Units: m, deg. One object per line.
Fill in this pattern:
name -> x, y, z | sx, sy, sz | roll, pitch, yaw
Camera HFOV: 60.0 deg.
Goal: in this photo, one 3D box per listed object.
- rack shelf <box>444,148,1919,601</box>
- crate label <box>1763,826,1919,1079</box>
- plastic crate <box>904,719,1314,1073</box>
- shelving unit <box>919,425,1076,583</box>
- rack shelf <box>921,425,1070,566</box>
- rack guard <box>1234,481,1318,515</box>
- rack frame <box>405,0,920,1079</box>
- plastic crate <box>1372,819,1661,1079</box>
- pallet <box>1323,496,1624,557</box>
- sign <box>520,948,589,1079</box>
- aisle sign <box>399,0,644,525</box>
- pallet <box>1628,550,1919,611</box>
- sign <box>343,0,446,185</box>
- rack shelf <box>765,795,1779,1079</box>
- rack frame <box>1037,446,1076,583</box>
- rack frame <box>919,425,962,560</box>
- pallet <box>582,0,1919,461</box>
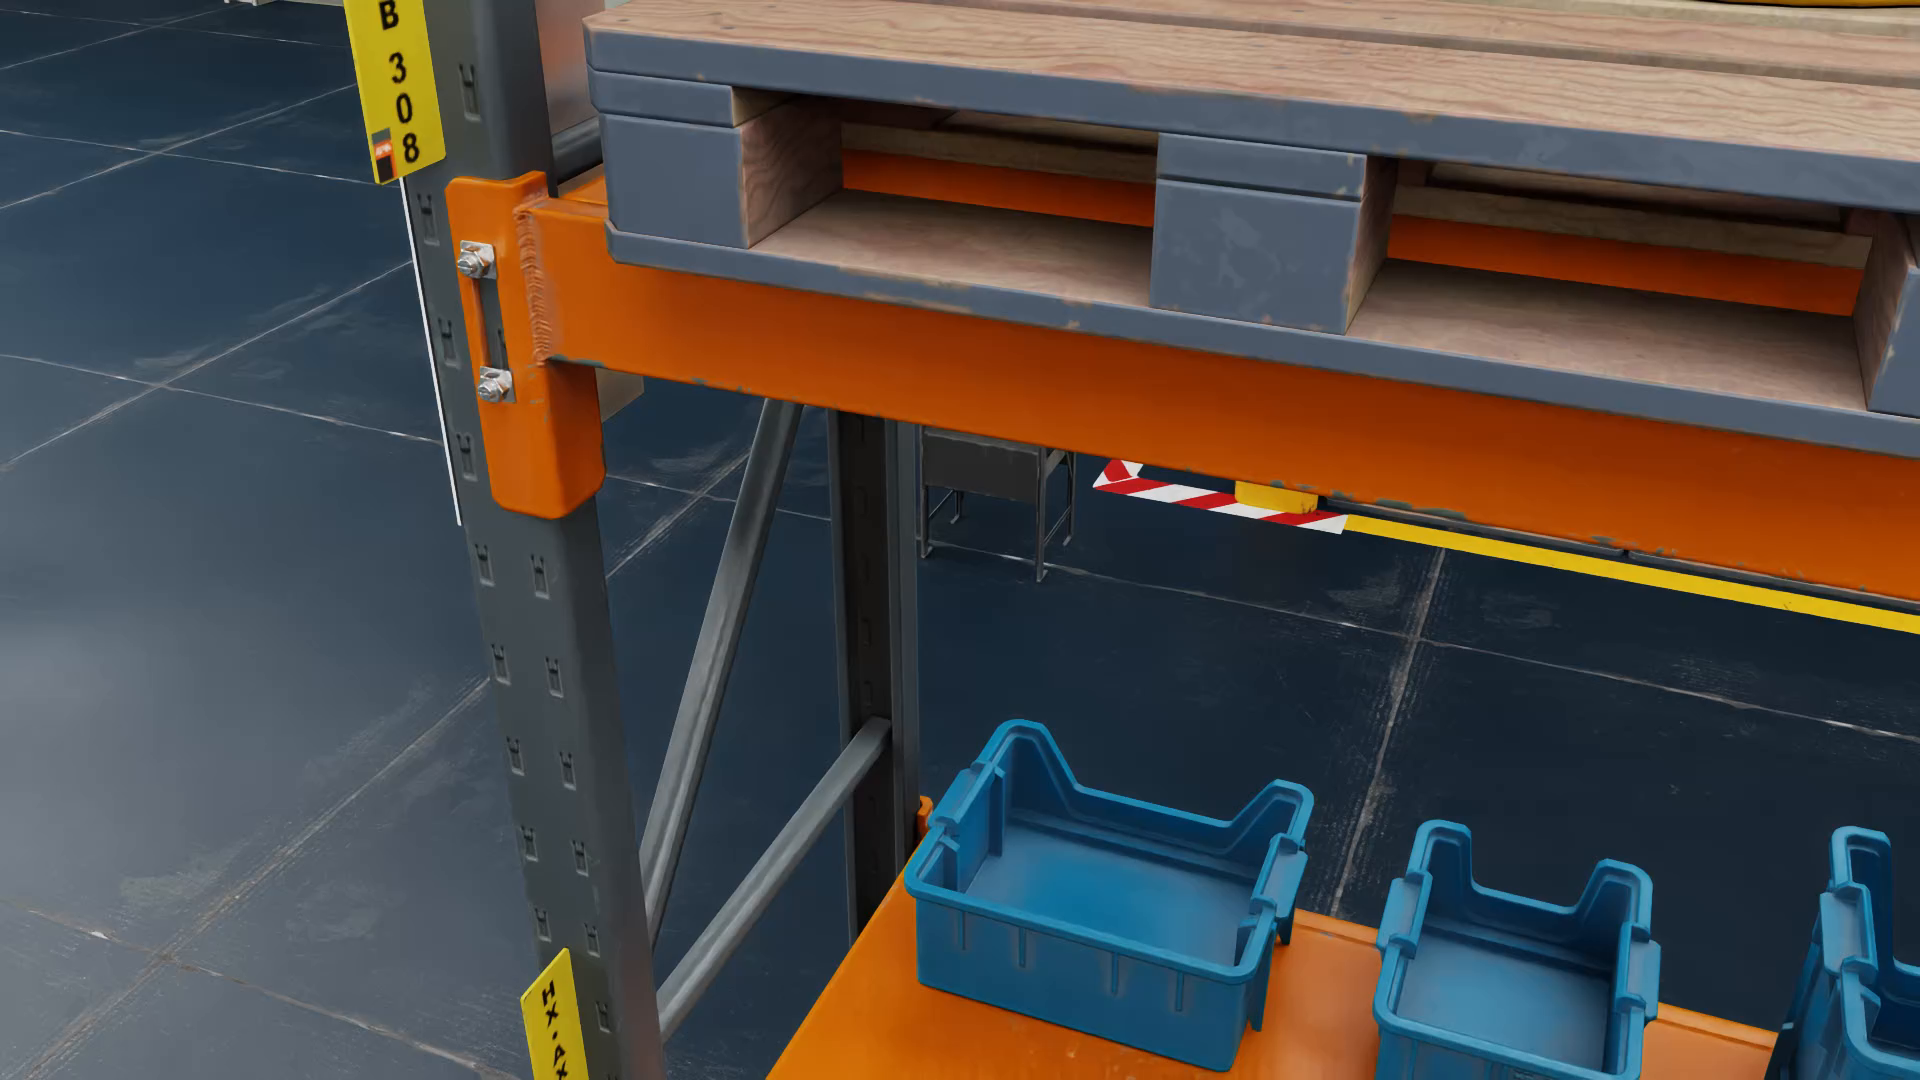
rack shelf -> 1.535, -0.060, 1.491 | 4.000, 0.370, 1.077 | 11, 31, 19
crate label -> 1.489, 0.764, 2.314 | 0.616, 0.435, 0.502 | 11, 31, 19
plastic crate -> 0.259, 0.583, 2.821 | 0.616, 0.251, 0.499 | 11, 31, 19
shelving unit -> 0.153, -0.883, 6.179 | 0.503, 2.100, 0.431 | 11, 31, 19
rack shelf -> 0.153, -0.262, 6.530 | 0.480, 0.518, 0.431 | 11, 31, 19
rack guard -> 1.526, -0.612, 7.324 | 0.348, 0.500, 1.175 | 11, 31, 19
rack frame -> -0.319, 0.564, 2.704 | 0.053, 2.616, 0.949 | 11, 31, 19
plastic crate -> 0.858, 0.706, 2.604 | 0.408, 0.251, 0.499 | 11, 31, 19
pallet -> 2.272, -0.359, 7.171 | 1.213, 0.211, 1.003 | 11, 31, 19
sign -> -0.529, 0.692, 2.196 | 0.005, 0.325, 0.100 | 11, 31, 19
aisle sign -> -0.495, -0.449, 1.854 | 0.004, 0.787, 0.394 | 11, 31, 19
pallet -> 3.399, -0.133, 6.770 | 1.213, 0.211, 1.003 | 11, 31, 19
sign -> -0.529, -0.497, 1.524 | 0.005, 0.325, 0.100 | 11, 31, 19
rack shelf -> 1.535, 1.245, 2.229 | 4.000, 0.370, 1.077 | 11, 31, 19
rack frame -> 0.379, -0.838, 6.099 | 0.015, 2.100, 0.400 | 11, 31, 19
rack frame -> -0.073, -0.929, 6.259 | 0.015, 2.100, 0.400 | 11, 31, 19
pallet -> 0.412, -0.464, 1.666 | 1.213, 0.211, 1.003 | 11, 31, 19
